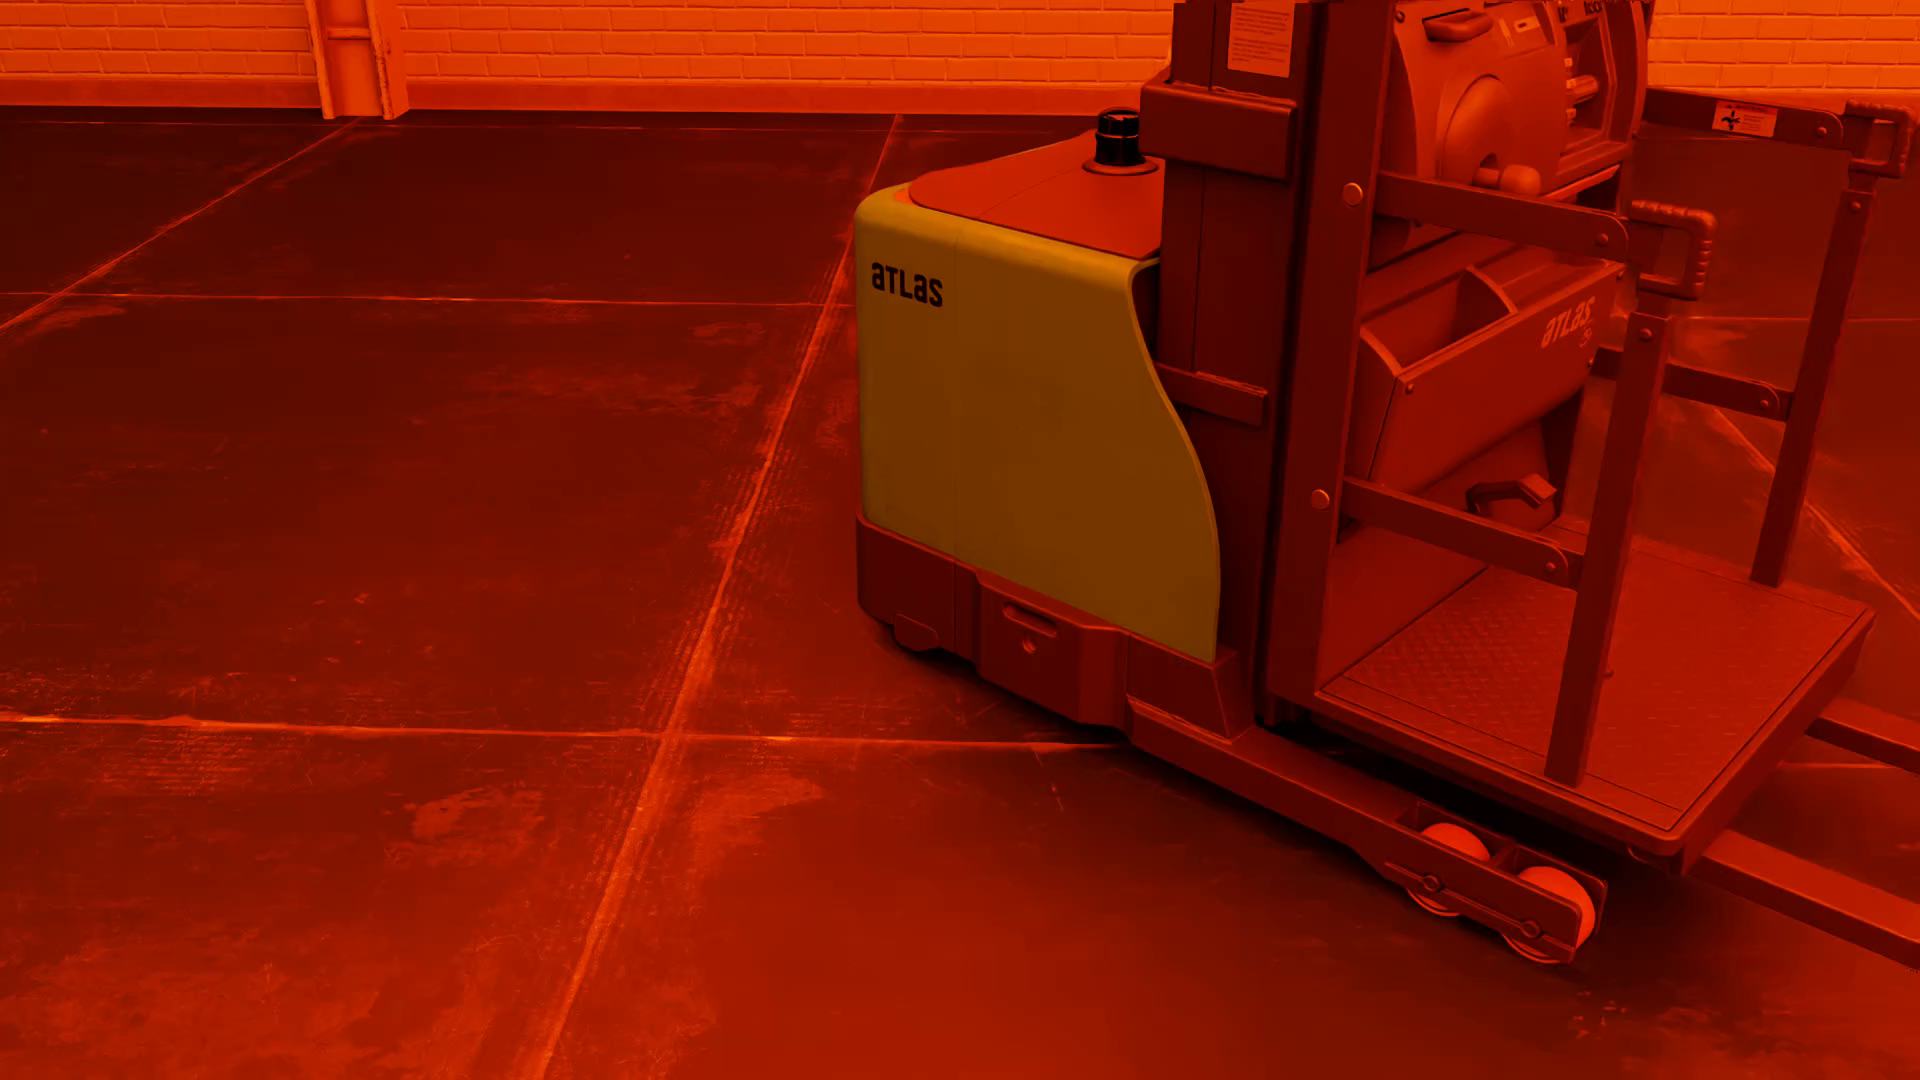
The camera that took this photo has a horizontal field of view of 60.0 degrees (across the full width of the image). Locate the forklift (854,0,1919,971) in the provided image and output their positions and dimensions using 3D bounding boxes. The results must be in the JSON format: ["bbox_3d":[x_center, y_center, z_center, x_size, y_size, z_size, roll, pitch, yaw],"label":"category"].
[{"bbox_3d":[1.179,-0.819,2.869,3.031,2.935,1.130,22,34,37],"label":"forklift"}]

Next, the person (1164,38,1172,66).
[{"bbox_3d":[0.813,-0.955,4.596,0.678,1.651,0.394,11,28,21],"label":"person"}]
